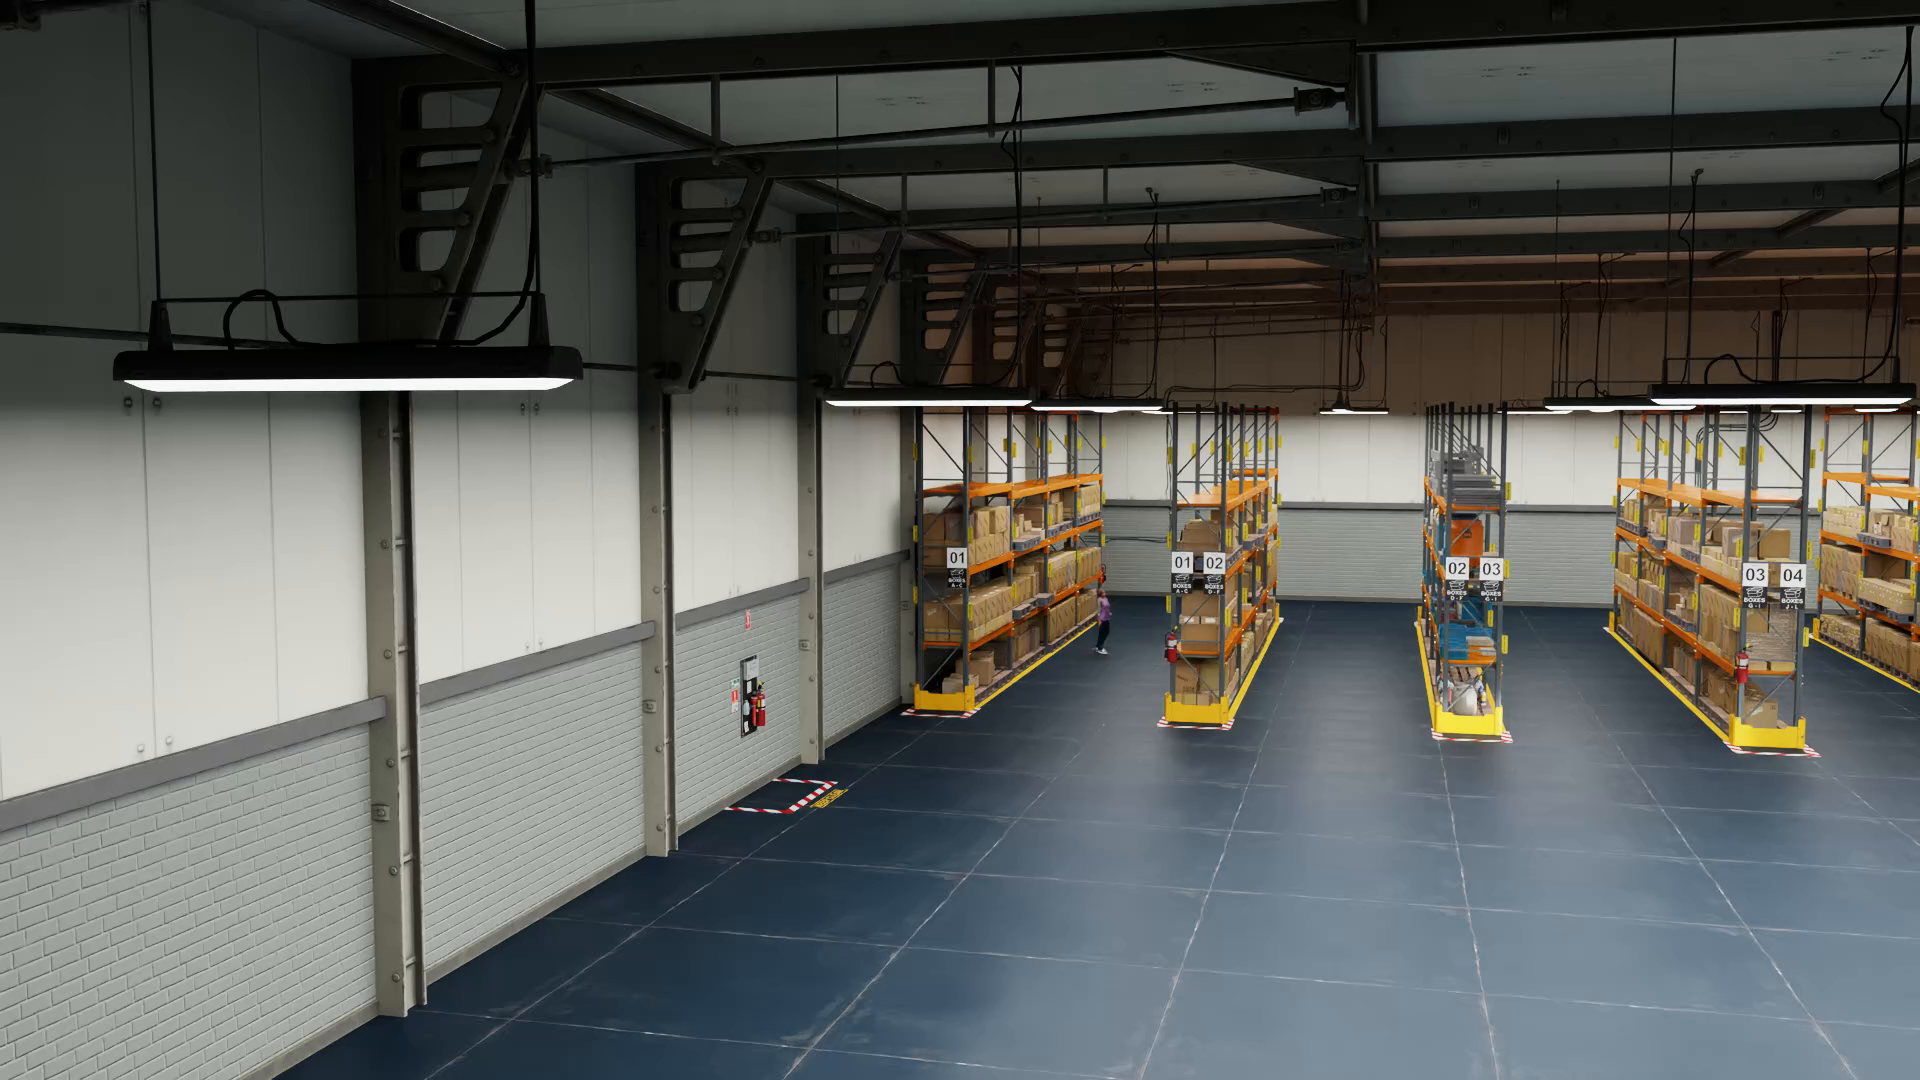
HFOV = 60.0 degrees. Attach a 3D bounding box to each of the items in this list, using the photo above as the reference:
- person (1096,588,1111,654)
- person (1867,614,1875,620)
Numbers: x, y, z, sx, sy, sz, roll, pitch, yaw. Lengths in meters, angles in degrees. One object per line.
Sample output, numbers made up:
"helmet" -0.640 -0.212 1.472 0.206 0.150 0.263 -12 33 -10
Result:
"person" 3.460 1.953 40.291 0.387 1.604 0.479 4 6 41
"person" 25.007 1.511 45.154 1.010 1.734 0.675 -1 4 -17
